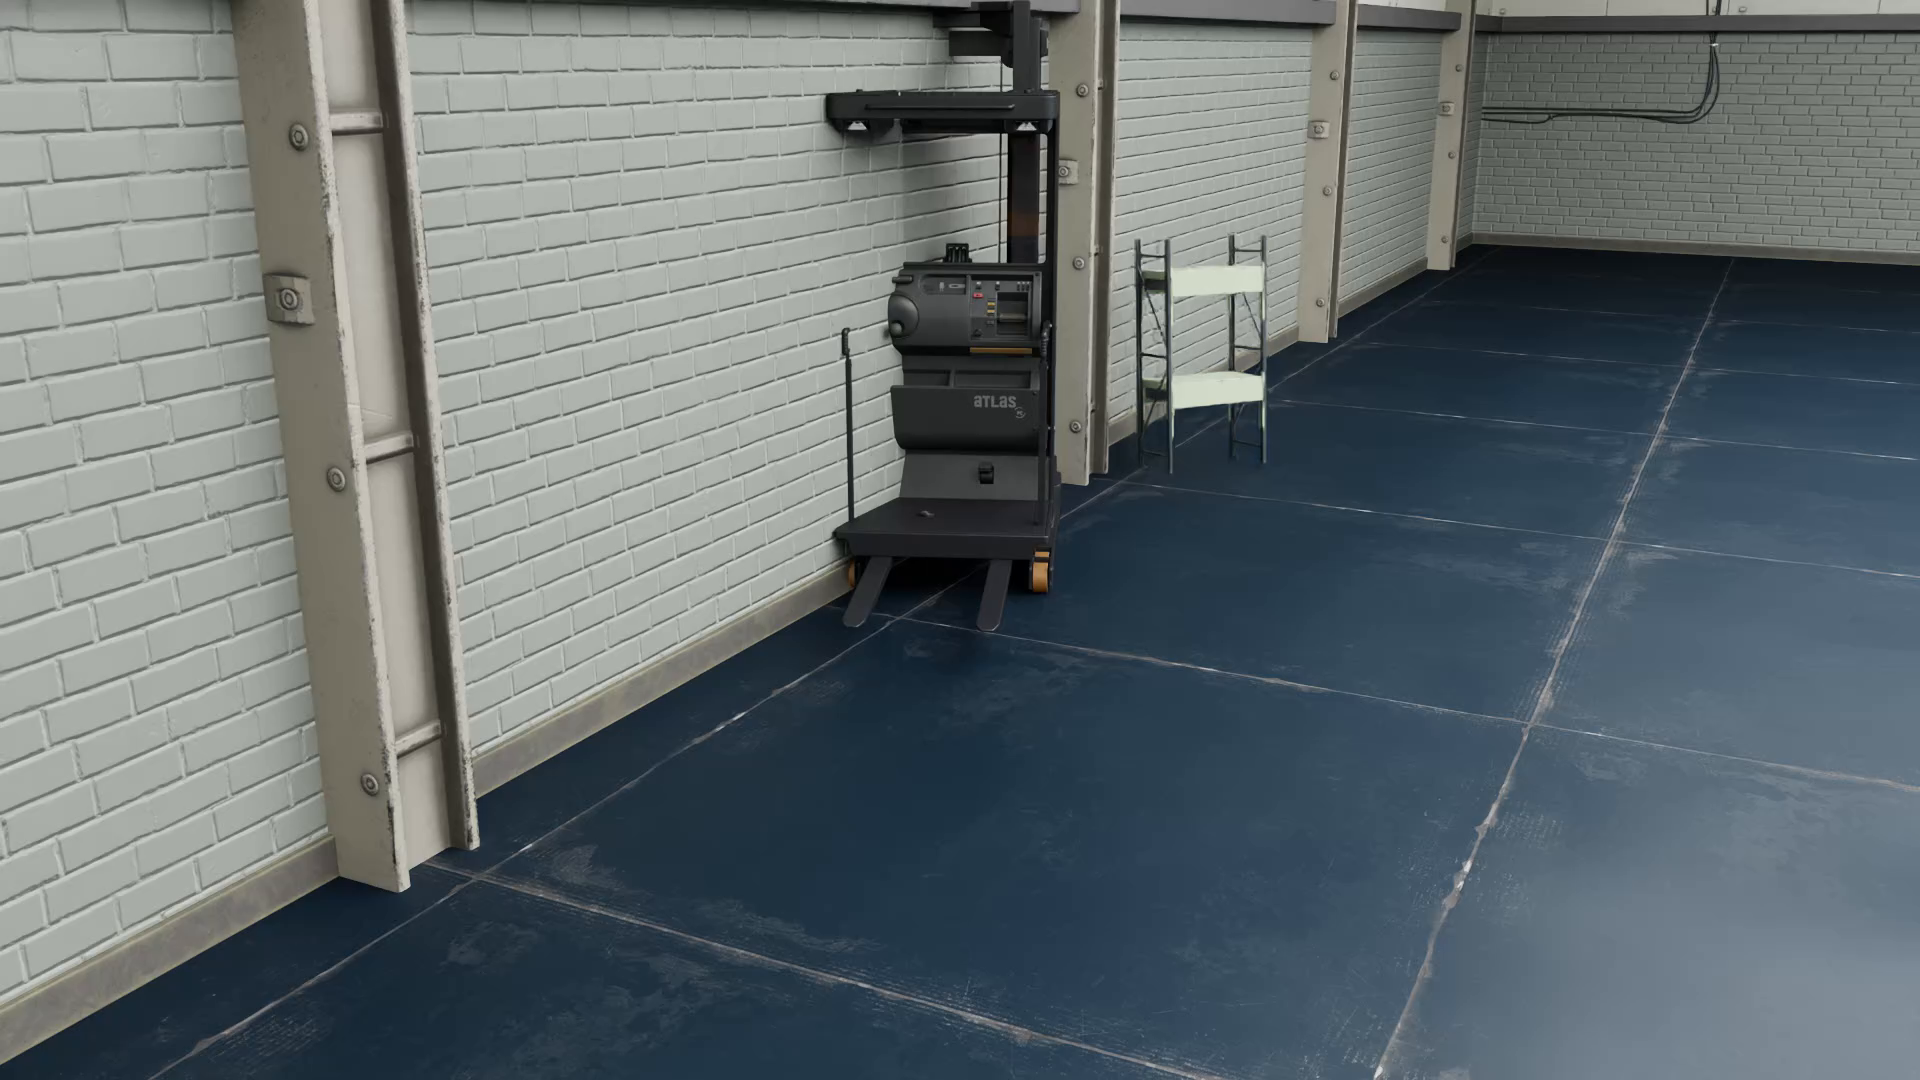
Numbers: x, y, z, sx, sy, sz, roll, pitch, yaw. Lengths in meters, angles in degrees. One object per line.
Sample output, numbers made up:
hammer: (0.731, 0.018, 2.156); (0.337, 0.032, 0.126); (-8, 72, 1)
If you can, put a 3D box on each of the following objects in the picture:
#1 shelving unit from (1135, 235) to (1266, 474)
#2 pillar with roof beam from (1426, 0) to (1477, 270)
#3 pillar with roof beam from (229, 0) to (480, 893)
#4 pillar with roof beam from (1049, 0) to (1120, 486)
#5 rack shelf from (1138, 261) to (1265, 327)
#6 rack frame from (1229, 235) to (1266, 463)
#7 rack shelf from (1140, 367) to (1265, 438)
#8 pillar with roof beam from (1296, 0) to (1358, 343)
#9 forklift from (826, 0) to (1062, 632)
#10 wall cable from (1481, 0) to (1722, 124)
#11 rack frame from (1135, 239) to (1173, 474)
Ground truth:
shelving unit: (1.595, -1.241, 11.001); (0.755, 1.500, 0.431); (-7, 13, -24)
pillar with roof beam: (9.972, -7.242, 18.101); (9.100, 9.000, 0.400); (8, 18, 25)
pillar with roof beam: (1.929, -2.657, 2.665); (9.100, 9.000, 0.400); (8, 18, 25)
pillar with roof beam: (4.610, -4.185, 7.810); (9.100, 9.000, 0.400); (8, 18, 25)
rack shelf: (1.582, -1.623, 10.922); (0.720, 0.370, 0.431); (-7, 13, -24)
rack frame: (1.927, -1.284, 11.151); (0.023, 1.500, 0.400); (-7, 13, -24)
rack shelf: (1.607, -0.922, 11.068); (0.720, 0.370, 0.431); (-7, 13, -24)
pillar with roof beam: (7.291, -5.713, 12.956); (9.100, 9.000, 0.400); (8, 18, 25)
forklift: (-0.054, -1.227, 8.507); (1.130, 2.935, 3.031); (1, 17, 5)
wall cable: (8.620, -6.883, 22.347); (3.097, 2.526, 0.112); (8, 18, 25)
rack frame: (1.264, -1.198, 10.852); (0.023, 1.500, 0.400); (-7, 13, -24)
